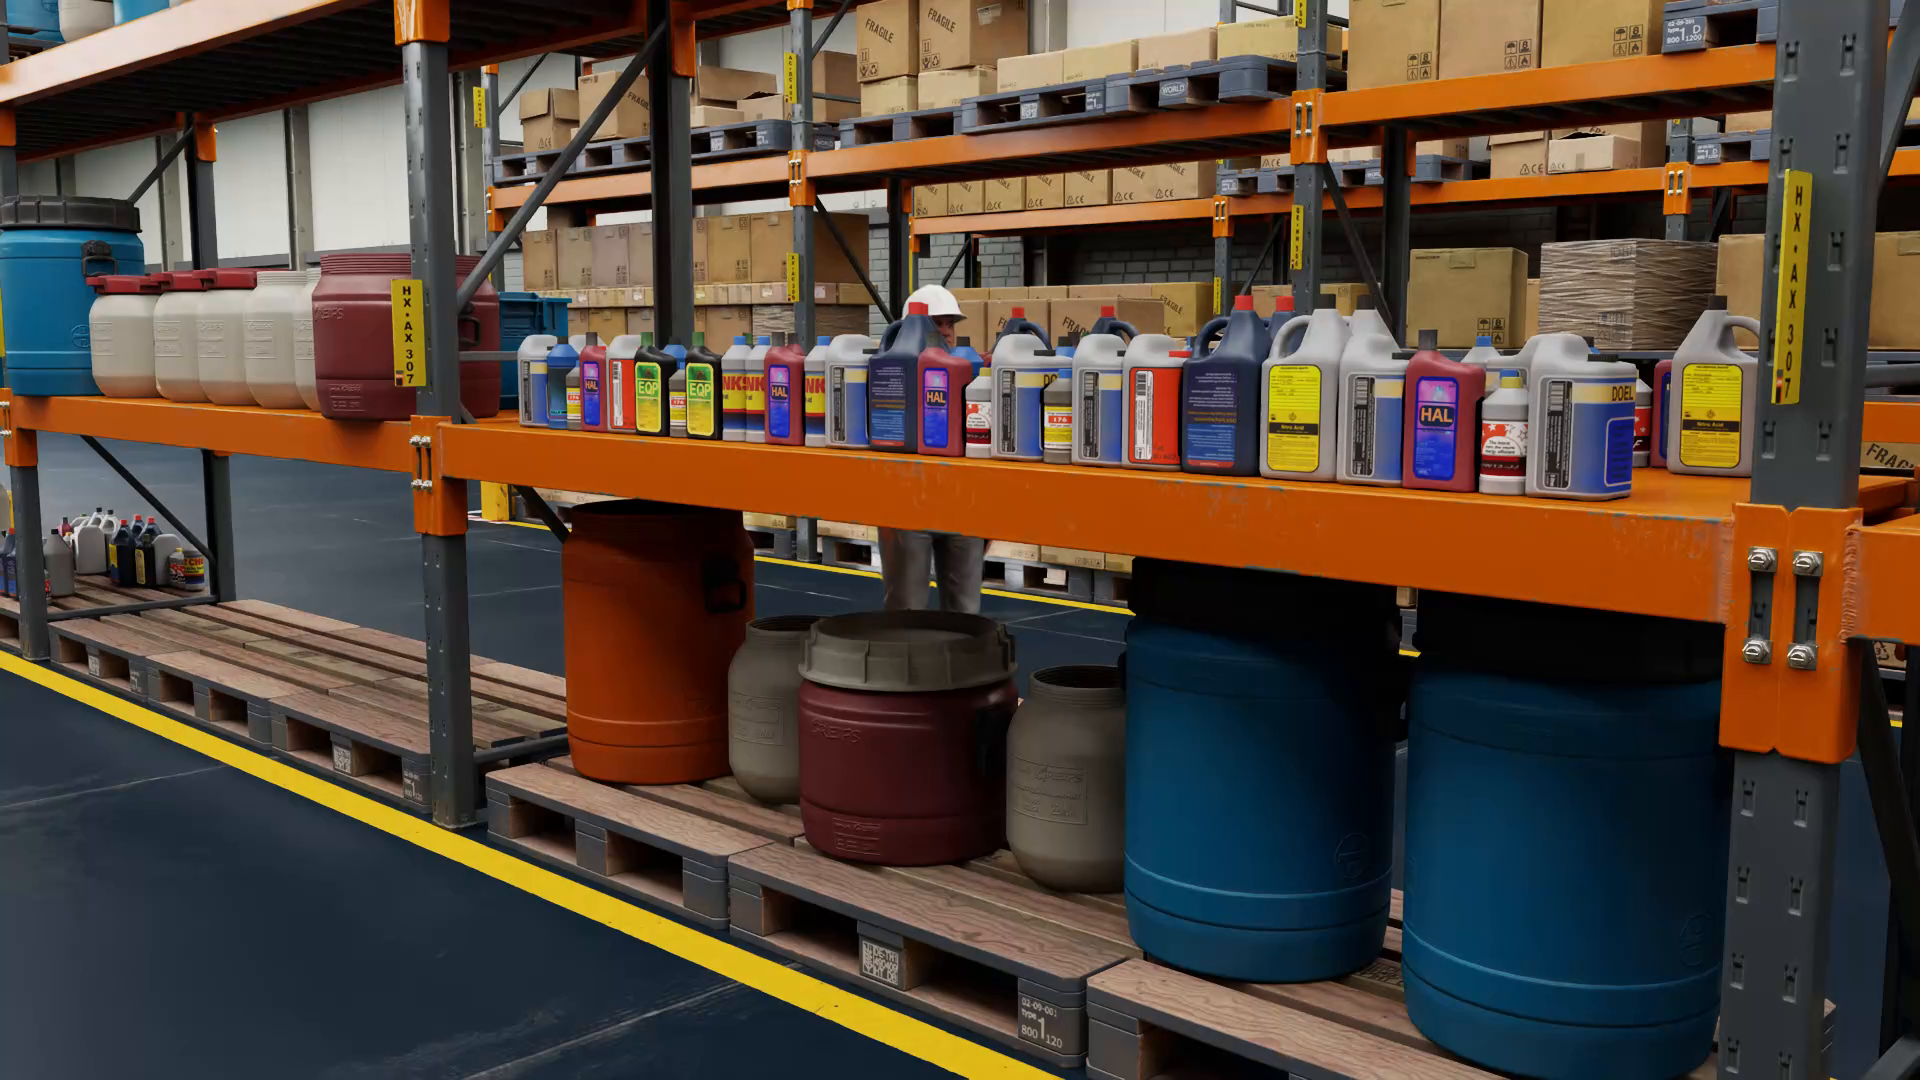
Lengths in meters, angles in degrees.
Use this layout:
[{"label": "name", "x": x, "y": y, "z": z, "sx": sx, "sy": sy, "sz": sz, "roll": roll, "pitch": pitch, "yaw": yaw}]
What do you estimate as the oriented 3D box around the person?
[{"label": "person", "x": -0.095, "y": -0.099, "z": 6.473, "sx": 0.530, "sy": 1.771, "sz": 0.358, "roll": -3, "pitch": 8, "yaw": -23}]
